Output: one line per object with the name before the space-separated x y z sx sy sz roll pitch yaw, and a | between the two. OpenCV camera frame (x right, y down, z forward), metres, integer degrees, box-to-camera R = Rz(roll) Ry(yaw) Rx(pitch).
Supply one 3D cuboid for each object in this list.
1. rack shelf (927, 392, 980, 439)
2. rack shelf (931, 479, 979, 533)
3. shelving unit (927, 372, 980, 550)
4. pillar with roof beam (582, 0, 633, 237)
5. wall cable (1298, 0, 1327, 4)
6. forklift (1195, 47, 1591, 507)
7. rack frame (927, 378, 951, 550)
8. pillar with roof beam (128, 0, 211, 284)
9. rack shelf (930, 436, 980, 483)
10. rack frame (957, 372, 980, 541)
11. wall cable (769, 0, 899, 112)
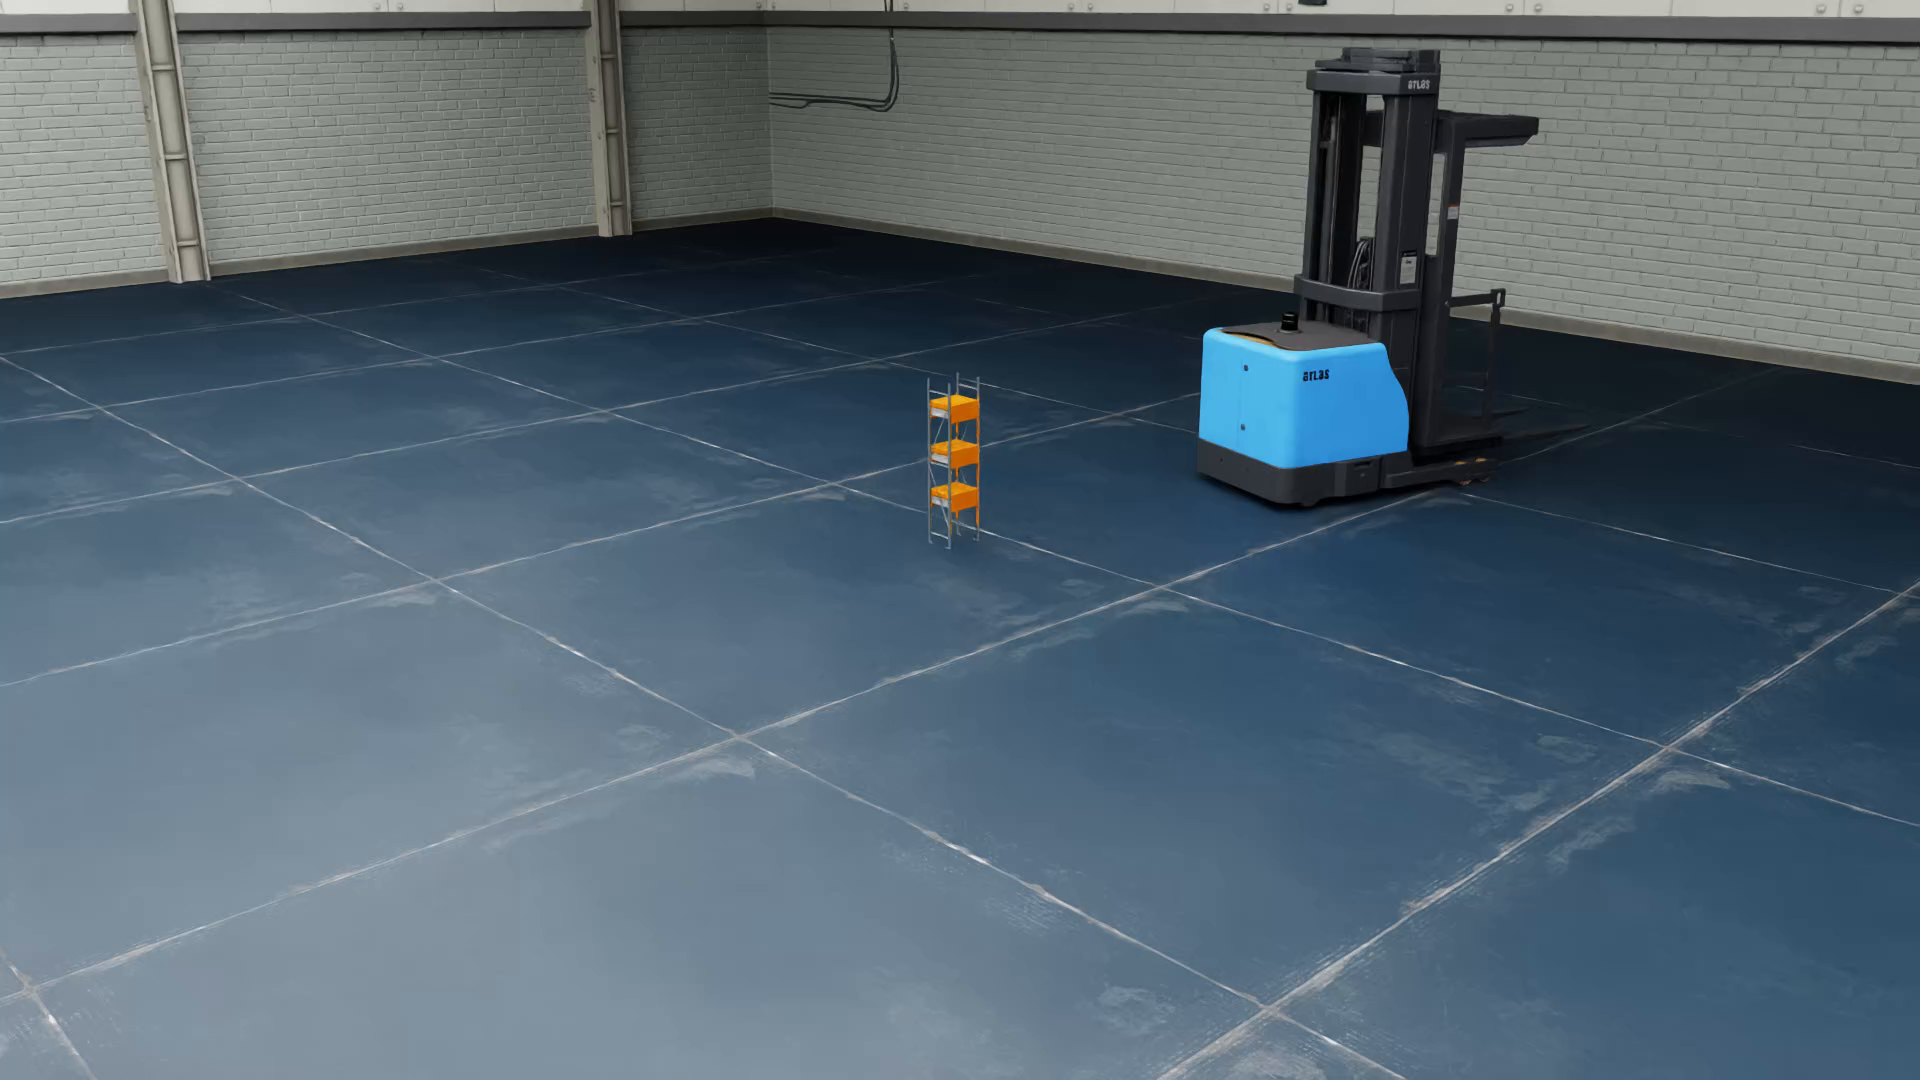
rack shelf | -0.039 -0.748 10.204 0.240 0.259 0.215 -16 24 -41
rack shelf | -0.039 -0.214 10.377 0.240 0.259 0.215 -16 24 -41
shelving unit | -0.039 -0.488 10.288 0.252 1.050 0.215 -16 24 -41
pillar with roof beam | -2.048 -7.746 19.786 0.400 9.000 9.100 -16 24 -41
wall cable | 4.555 -8.526 16.677 0.169 6.003 2.305 -16 24 -41
forklift | 3.217 -1.913 11.633 3.031 2.935 1.130 -9 20 -26
rack frame | -0.128 -0.462 10.208 0.008 1.050 0.200 -16 24 -41
pillar with roof beam | -6.407 -6.475 15.865 0.400 9.000 9.100 -16 24 -41
rack shelf | -0.039 -0.478 10.291 0.240 0.259 0.215 -16 24 -41
rack frame | 0.050 -0.514 10.368 0.008 1.050 0.200 -16 24 -41
wall cable | -1.956 -7.562 24.252 0.112 2.526 3.097 -16 24 -41
